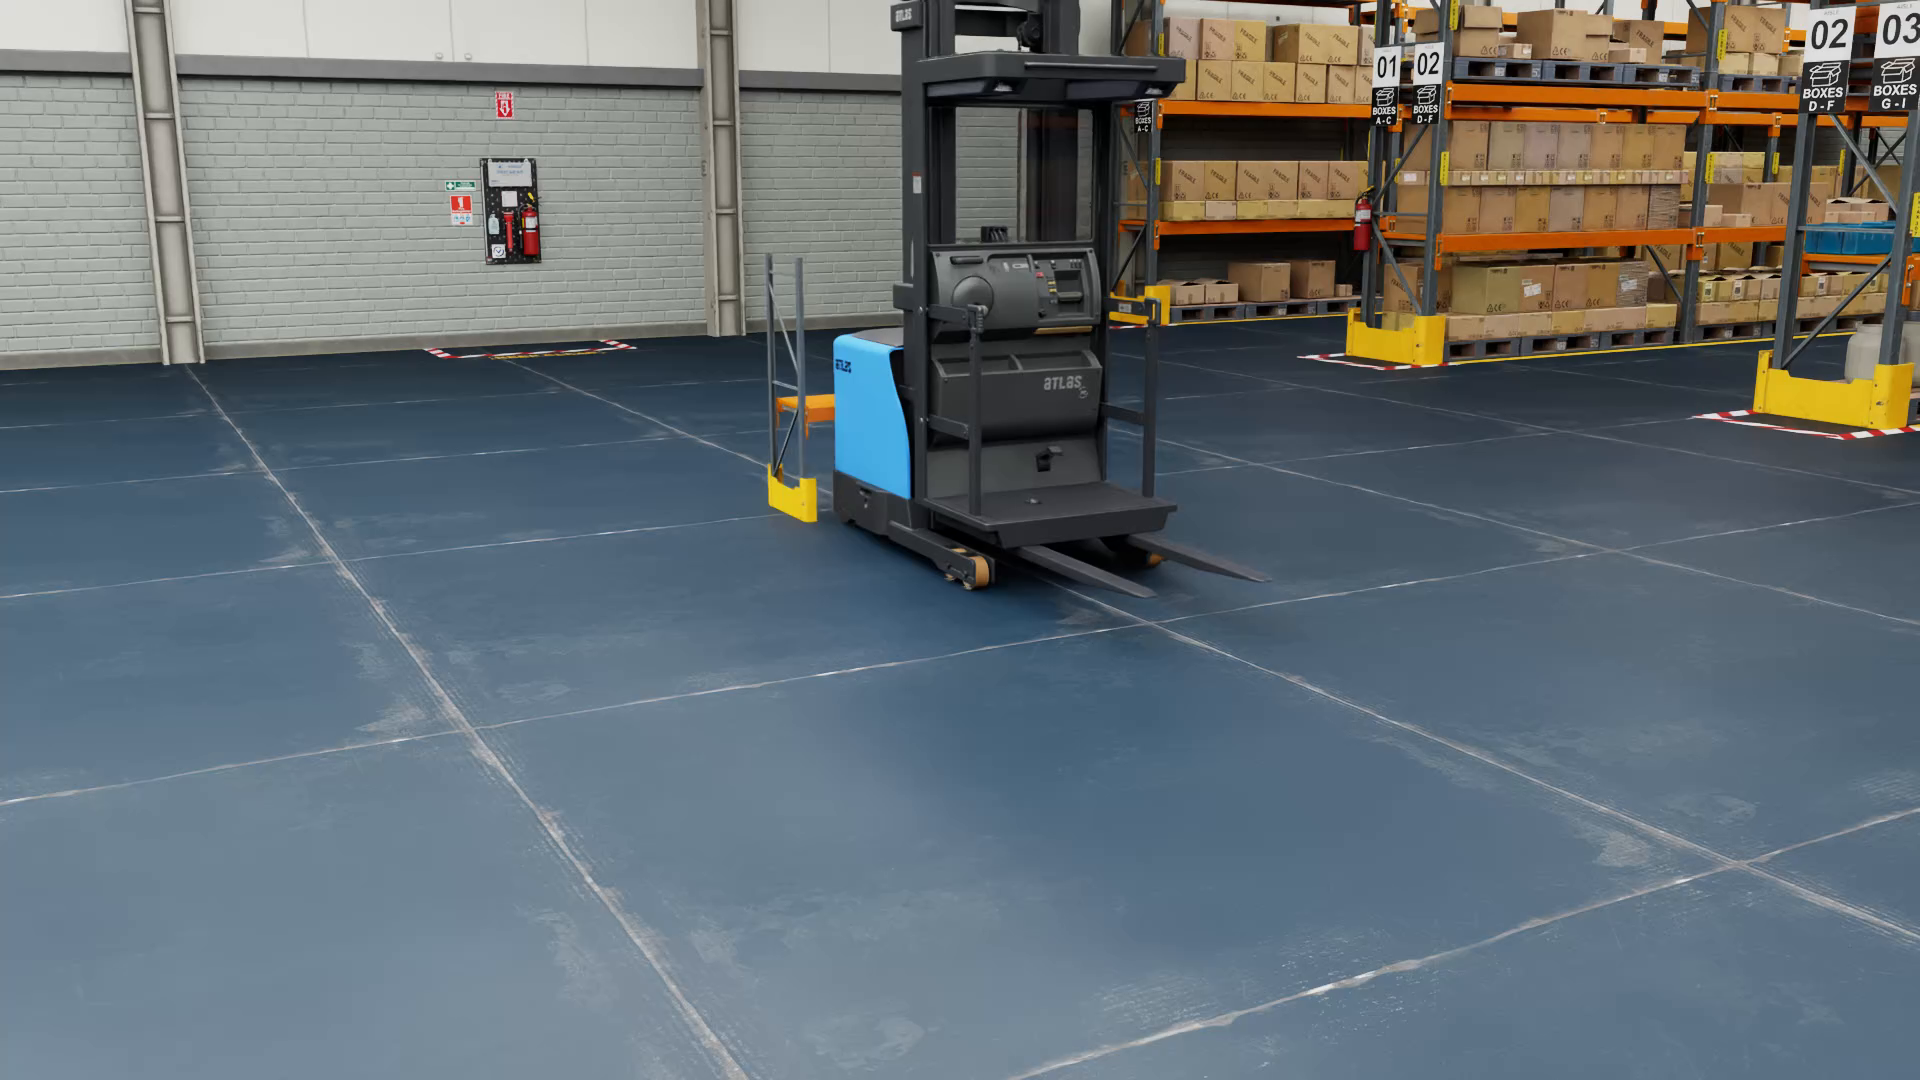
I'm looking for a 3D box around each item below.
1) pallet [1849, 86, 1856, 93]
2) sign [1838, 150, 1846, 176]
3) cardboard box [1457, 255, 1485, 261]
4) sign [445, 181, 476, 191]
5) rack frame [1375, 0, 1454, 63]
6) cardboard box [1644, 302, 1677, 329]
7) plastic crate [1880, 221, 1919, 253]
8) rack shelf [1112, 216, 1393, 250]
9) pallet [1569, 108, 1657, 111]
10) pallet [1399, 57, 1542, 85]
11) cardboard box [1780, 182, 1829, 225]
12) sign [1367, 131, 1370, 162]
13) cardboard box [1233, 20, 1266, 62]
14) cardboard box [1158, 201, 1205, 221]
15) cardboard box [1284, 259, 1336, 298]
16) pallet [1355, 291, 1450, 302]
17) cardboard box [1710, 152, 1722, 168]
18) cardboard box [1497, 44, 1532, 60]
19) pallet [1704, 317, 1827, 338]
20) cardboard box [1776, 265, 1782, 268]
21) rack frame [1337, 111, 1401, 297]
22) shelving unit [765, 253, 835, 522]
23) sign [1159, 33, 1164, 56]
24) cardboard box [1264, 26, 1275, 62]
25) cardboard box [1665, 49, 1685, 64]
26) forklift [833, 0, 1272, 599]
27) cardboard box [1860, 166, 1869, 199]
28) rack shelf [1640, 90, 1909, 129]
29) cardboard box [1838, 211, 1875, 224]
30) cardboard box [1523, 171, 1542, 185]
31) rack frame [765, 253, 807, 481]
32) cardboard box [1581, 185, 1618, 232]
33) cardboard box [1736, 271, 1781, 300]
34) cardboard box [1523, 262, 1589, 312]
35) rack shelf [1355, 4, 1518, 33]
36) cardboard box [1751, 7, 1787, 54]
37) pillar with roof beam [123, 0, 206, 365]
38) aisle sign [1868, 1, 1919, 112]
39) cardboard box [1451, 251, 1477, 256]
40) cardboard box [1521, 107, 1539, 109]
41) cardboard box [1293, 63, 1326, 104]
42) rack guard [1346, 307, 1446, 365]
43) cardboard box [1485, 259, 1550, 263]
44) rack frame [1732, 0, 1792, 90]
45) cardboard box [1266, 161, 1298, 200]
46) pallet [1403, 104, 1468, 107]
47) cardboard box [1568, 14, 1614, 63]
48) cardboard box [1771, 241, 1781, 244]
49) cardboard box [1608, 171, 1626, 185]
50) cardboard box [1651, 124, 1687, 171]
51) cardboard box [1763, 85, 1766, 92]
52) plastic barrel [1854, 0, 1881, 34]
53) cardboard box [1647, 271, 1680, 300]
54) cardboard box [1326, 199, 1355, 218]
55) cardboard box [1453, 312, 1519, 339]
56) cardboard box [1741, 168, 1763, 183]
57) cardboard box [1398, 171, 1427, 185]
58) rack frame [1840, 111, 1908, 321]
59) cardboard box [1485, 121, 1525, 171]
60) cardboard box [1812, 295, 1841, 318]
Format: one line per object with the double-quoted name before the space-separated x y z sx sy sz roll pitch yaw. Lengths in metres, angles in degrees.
"pallet" 11.082 -5.508 20.351 1.003 0.211 1.213 -6 14 -25
"sign" 11.367 -4.855 21.395 0.005 0.325 0.100 -7 14 -28
"cardboard box" 7.282 -3.945 24.497 0.500 0.500 0.700 -7 14 -27
"sign" -5.544 -3.931 18.457 0.331 0.109 0.001 -7 14 -28
"rack frame" 4.613 -6.311 16.655 0.127 3.000 1.000 -7 14 -28
"cardboard box" 7.822 -2.577 19.035 0.500 0.250 0.500 -7 14 -28
"plastic crate" 7.852 -2.534 13.876 0.408 0.251 0.499 -7 14 -28
"rack shelf" 3.992 -4.198 22.568 4.000 0.370 1.077 -7 14 -28
"pallet" 9.798 -6.629 25.331 1.003 0.211 1.213 -6 14 -25
"pallet" 5.246 -4.874 17.302 1.213 0.211 1.003 -7 14 -28
"cardboard box" 10.170 -4.095 20.244 0.500 0.500 0.500 -8 15 -31
"sign" 4.365 -4.170 17.632 0.005 0.325 0.100 -7 14 -28
"cardboard box" 3.600 -6.441 21.514 0.500 0.500 0.500 -6 14 -26
"cardboard box" 2.817 -4.265 21.524 0.500 0.250 0.500 -7 15 -29
"cardboard box" 4.855 -3.637 23.131 0.500 0.500 0.500 -8 15 -32
"pallet" 6.430 -3.481 24.095 1.213 0.211 1.003 -7 14 -28
"cardboard box" 11.580 -5.966 26.129 0.500 0.250 0.500 -7 14 -27
"cardboard box" 5.730 -5.088 17.350 0.250 0.149 0.380 -7 14 -28
"pallet" 9.824 -2.659 20.442 1.213 0.211 1.003 -7 14 -28
"cardboard box" 10.577 -3.307 21.002 0.500 0.311 0.500 -7 15 -29
"rack frame" 5.747 -4.759 23.424 0.127 3.000 1.000 -7 14 -28
"shelving unit" -0.550 -0.946 9.894 1.083 1.500 0.587 -7 14 -27
"sign" 2.496 -6.123 20.664 0.005 0.325 0.100 -7 14 -28
"cardboard box" 3.851 -6.602 22.232 0.500 0.500 0.500 -7 14 -28
"cardboard box" 11.456 -7.565 26.123 0.500 0.250 0.500 -7 15 -30
"forklift" 0.391 -1.299 8.208 1.130 2.935 3.031 -6 14 -26
"cardboard box" 15.204 -6.034 28.404 0.700 0.700 0.980 -7 14 -28
"rack shelf" 9.879 -5.128 19.868 4.000 0.370 1.077 -7 14 -28
"cardboard box" 10.978 -3.955 20.424 0.250 0.149 0.380 -7 14 -28
"cardboard box" 5.966 -3.858 17.715 0.250 0.149 0.380 -7 15 -30
"rack frame" -1.008 -0.893 9.659 0.032 1.500 0.500 -7 14 -27
"cardboard box" 6.835 -3.697 18.477 0.500 0.500 0.700 -7 14 -27
"cardboard box" 9.502 -3.044 19.830 0.500 0.311 0.500 -7 15 -30
"cardboard box" 6.508 -2.784 18.246 0.500 0.500 0.500 -7 14 -28
"rack shelf" 7.503 -7.350 23.823 4.000 0.370 1.077 -7 14 -28
"cardboard box" 9.173 -5.887 19.283 0.500 0.500 0.500 -5 14 -22
"pillar with roof beam" -6.034 -5.413 12.667 0.400 9.000 9.100 -7 14 -28
"aisle sign" 7.060 -3.633 12.500 0.004 0.787 0.394 -7 14 -28
"cardboard box" 7.225 -4.303 24.381 0.500 0.250 0.500 -7 15 -29
"cardboard box" 8.076 -6.585 24.424 0.637 0.503 0.797 -5 14 -20
"cardboard box" 4.504 -6.064 22.117 0.500 0.500 0.500 -7 15 -30
"rack guard" 4.592 -2.162 17.577 0.348 0.500 1.175 -7 14 -28
"cardboard box" 6.251 -2.887 18.705 0.500 0.500 0.500 -7 14 -28
"rack frame" 12.769 -8.527 26.505 0.127 3.000 1.000 -7 14 -28
"cardboard box" 4.142 -4.793 22.162 0.500 0.500 0.500 -6 14 -26
"pallet" 6.340 -6.175 23.312 1.003 0.211 1.213 -7 14 -28
"cardboard box" 6.618 -5.443 18.120 0.637 0.503 0.797 -5 14 -22
"cardboard box" 13.945 -5.068 28.056 0.250 0.149 0.380 -7 15 -30
"cardboard box" 7.094 -3.993 18.317 0.250 0.149 0.380 -7 14 -28
"cardboard box" 7.737 -4.439 18.817 0.500 0.500 0.700 -7 14 -28
"cardboard box" 13.257 -7.362 27.314 0.500 0.250 0.500 -7 14 -27
"plastic barrel" 7.349 -4.382 12.984 0.708 0.830 0.600 -7 14 -28
"cardboard box" 8.342 -3.040 19.813 0.500 0.311 0.500 -7 14 -28
"cardboard box" 5.035 -4.537 22.731 0.500 0.250 0.500 -7 14 -28
"cardboard box" 5.627 -2.314 17.867 0.500 0.250 0.500 -7 14 -28
"cardboard box" 12.485 -5.707 26.686 0.500 0.500 0.500 -7 15 -29
"cardboard box" 4.857 -3.826 17.573 0.250 0.149 0.380 -7 15 -29
"rack frame" 11.635 -4.226 21.053 0.127 3.000 1.000 -7 14 -28
"cardboard box" 5.534 -4.174 17.643 0.500 0.500 0.700 -7 15 -29
"cardboard box" 10.396 -2.879 20.378 0.500 0.250 0.500 -6 14 -27
